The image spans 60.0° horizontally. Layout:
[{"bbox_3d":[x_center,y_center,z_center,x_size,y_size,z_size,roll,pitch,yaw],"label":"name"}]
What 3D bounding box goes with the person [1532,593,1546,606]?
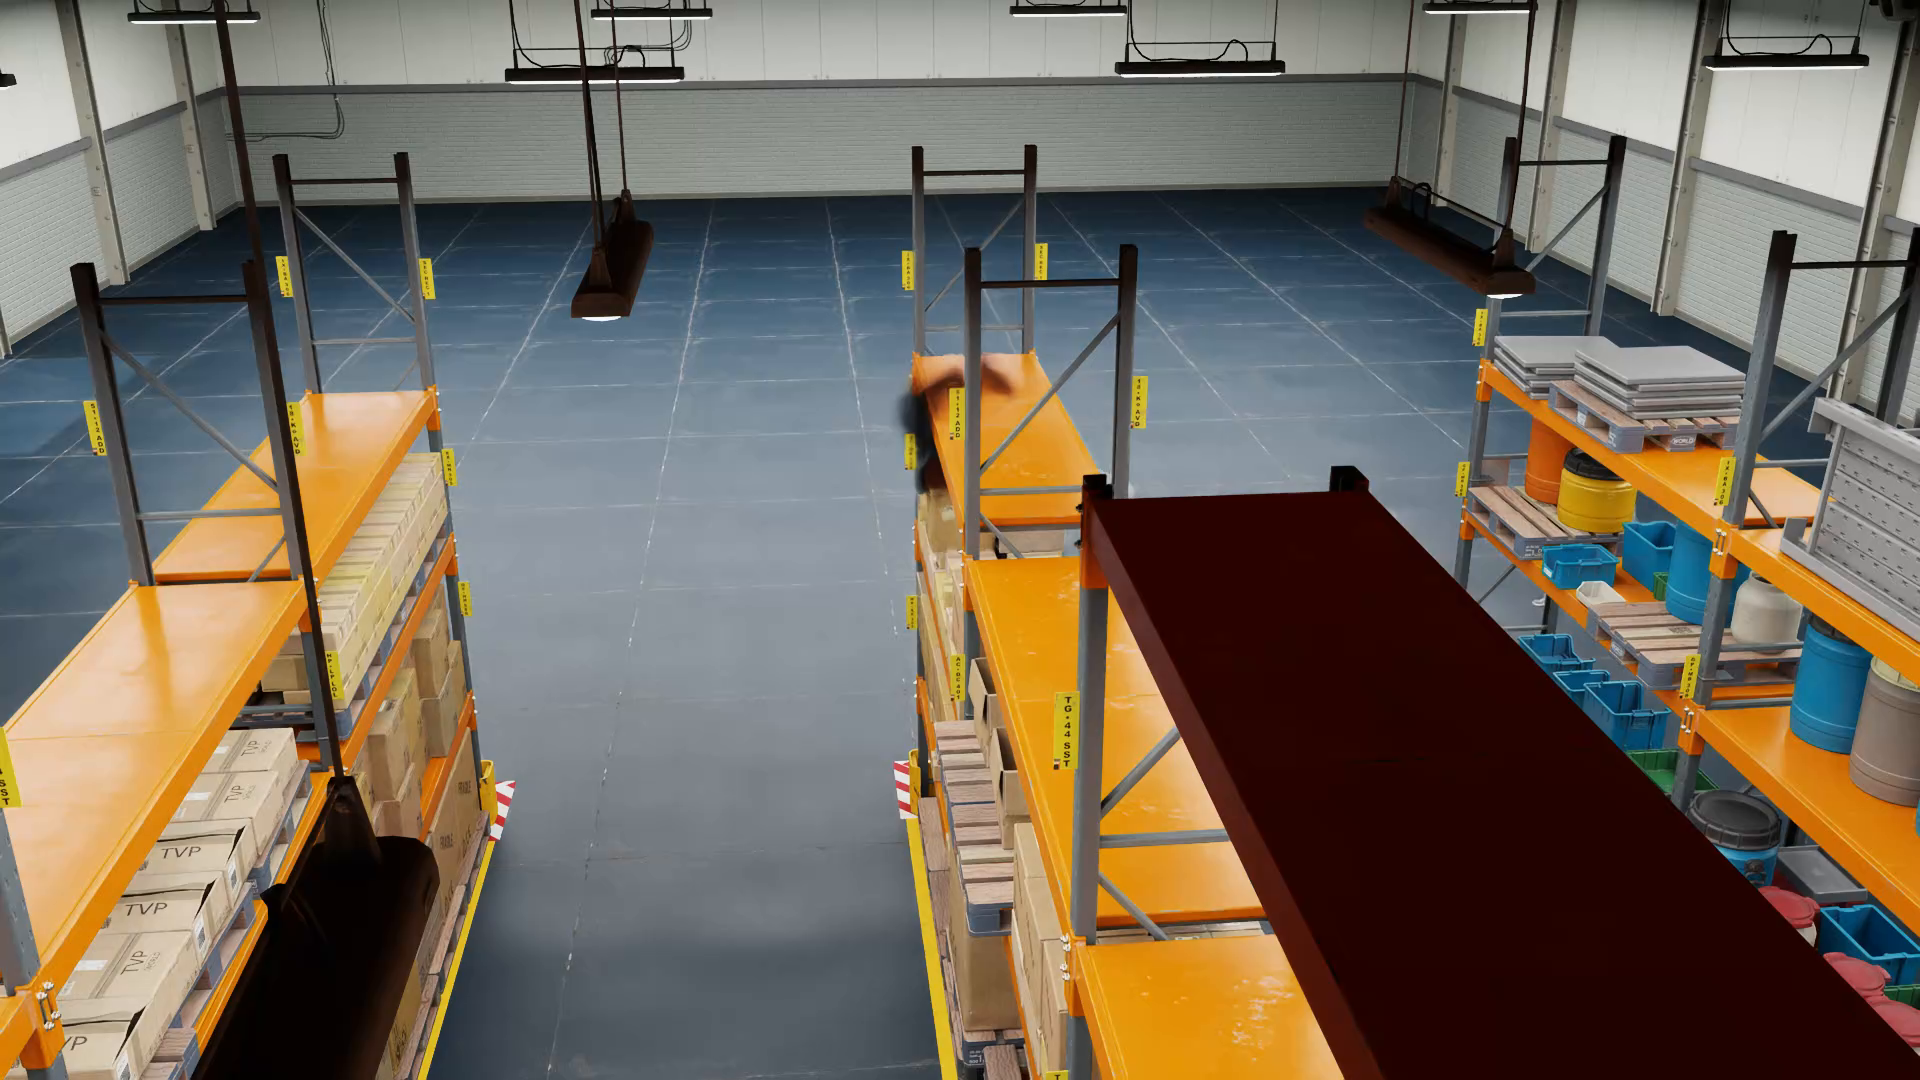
[{"bbox_3d":[7.034,0.073,19.367,0.524,1.572,0.536,9,23,21],"label":"person"}]
